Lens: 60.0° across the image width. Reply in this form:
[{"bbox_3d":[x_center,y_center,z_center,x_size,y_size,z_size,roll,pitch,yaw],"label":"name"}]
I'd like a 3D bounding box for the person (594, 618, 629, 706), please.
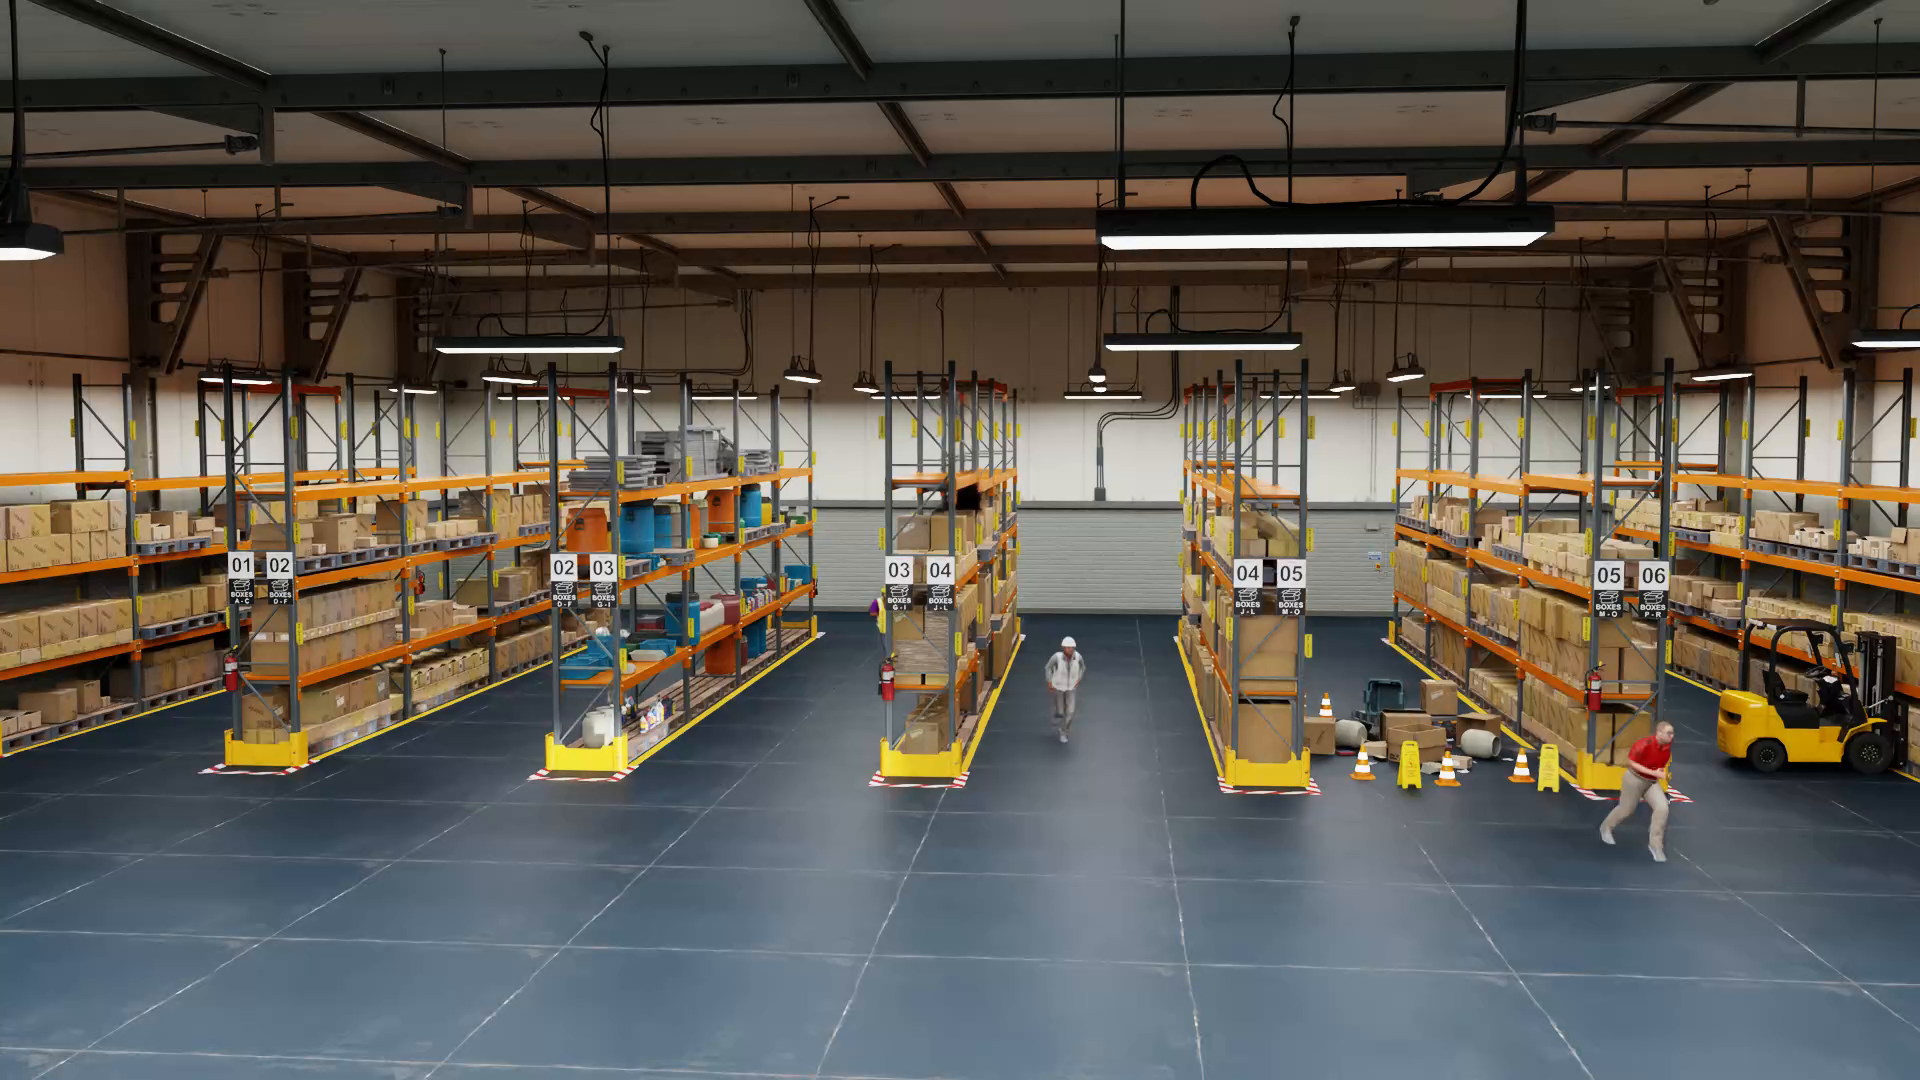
[{"bbox_3d":[-6.258,2.228,30.132,0.707,1.721,1.022,0,4,-2],"label":"person"}]

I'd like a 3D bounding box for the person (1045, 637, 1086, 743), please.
[{"bbox_3d":[1.690,2.400,26.956,0.655,1.718,0.874,-1,4,-15],"label":"person"}]

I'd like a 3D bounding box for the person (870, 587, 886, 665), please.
[{"bbox_3d":[-1.525,1.858,34.711,0.675,1.827,0.863,0,4,5],"label":"person"}]

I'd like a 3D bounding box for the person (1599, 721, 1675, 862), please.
[{"bbox_3d":[8.018,2.925,19.681,0.708,1.698,1.005,-2,4,-26],"label":"person"}]
